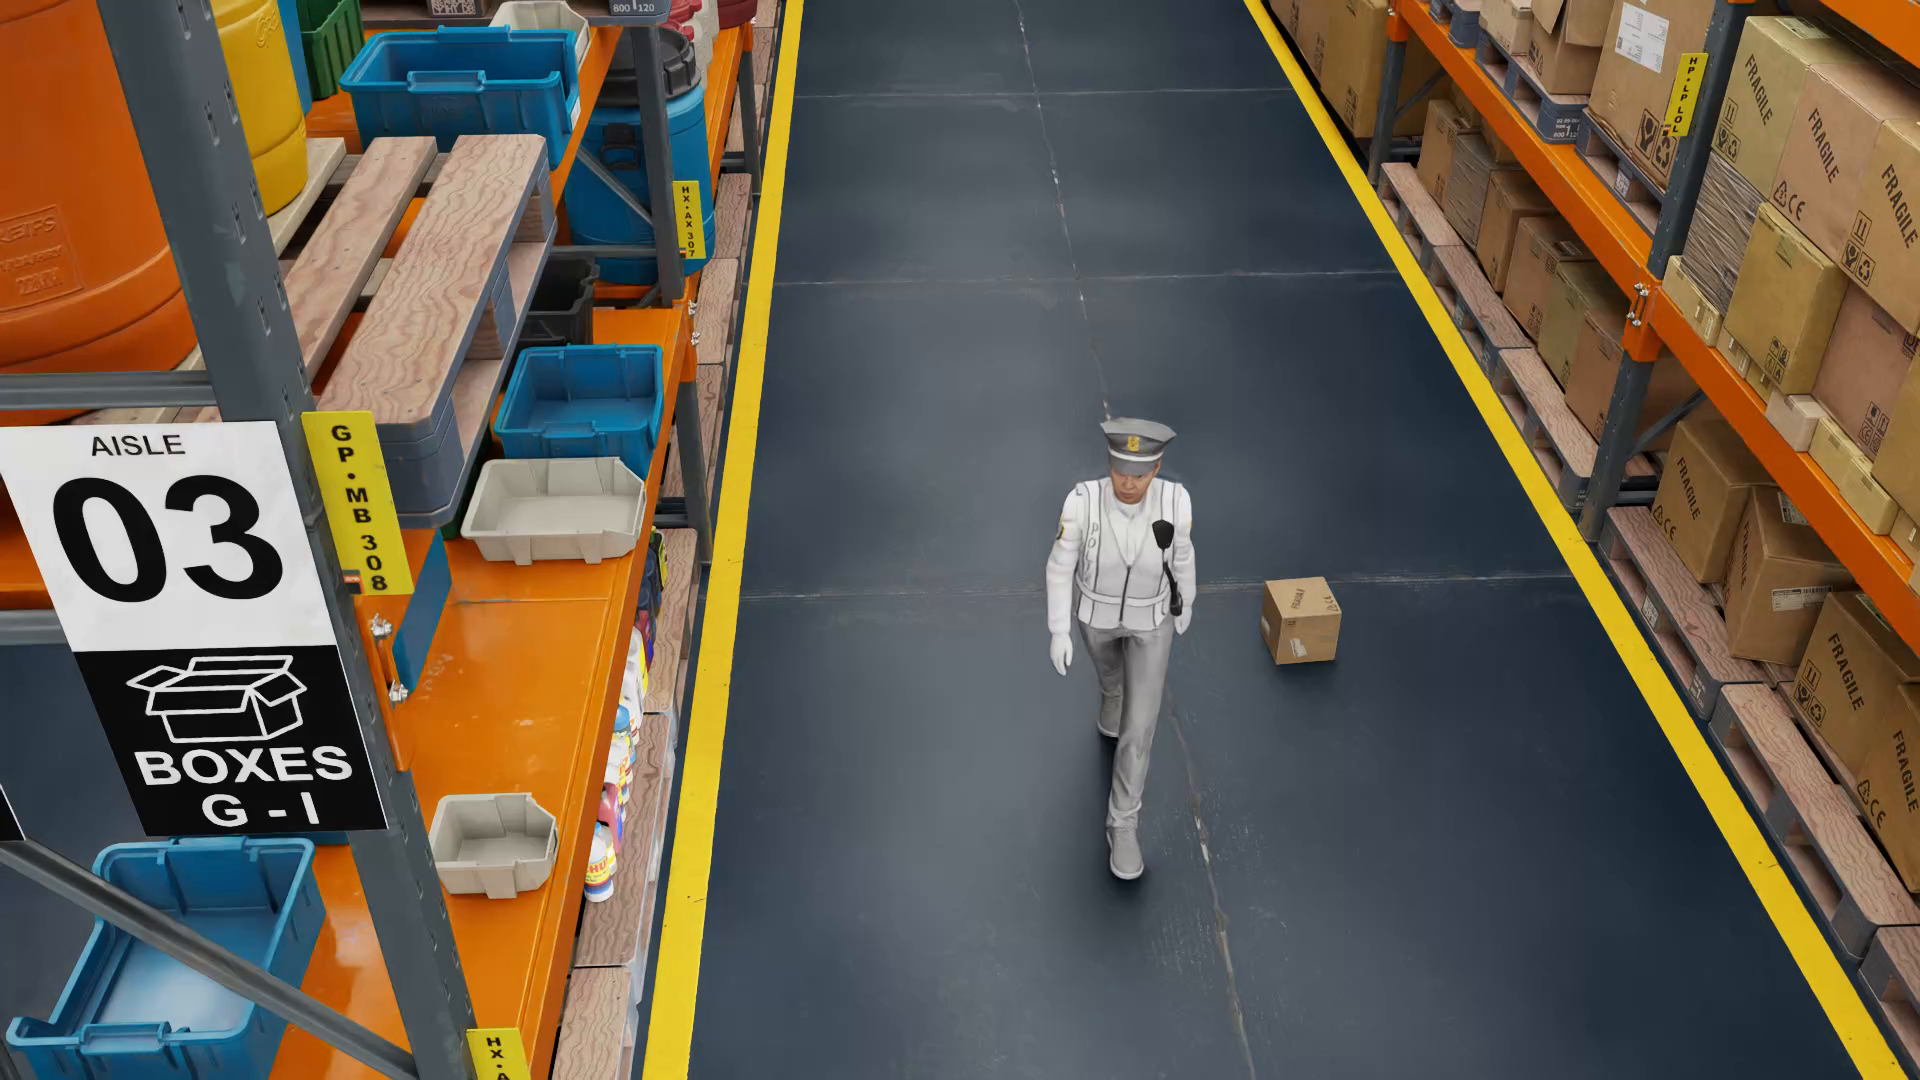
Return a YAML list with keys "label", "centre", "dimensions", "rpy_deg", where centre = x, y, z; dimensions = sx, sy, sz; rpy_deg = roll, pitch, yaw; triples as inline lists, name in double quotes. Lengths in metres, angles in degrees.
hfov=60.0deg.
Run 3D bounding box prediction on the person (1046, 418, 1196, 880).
- label: "person"
  centre: [0.550, 0.258, 5.764]
  dimensions: [0.515, 1.612, 1.020]
  rpy_deg: [6, 36, 8]
